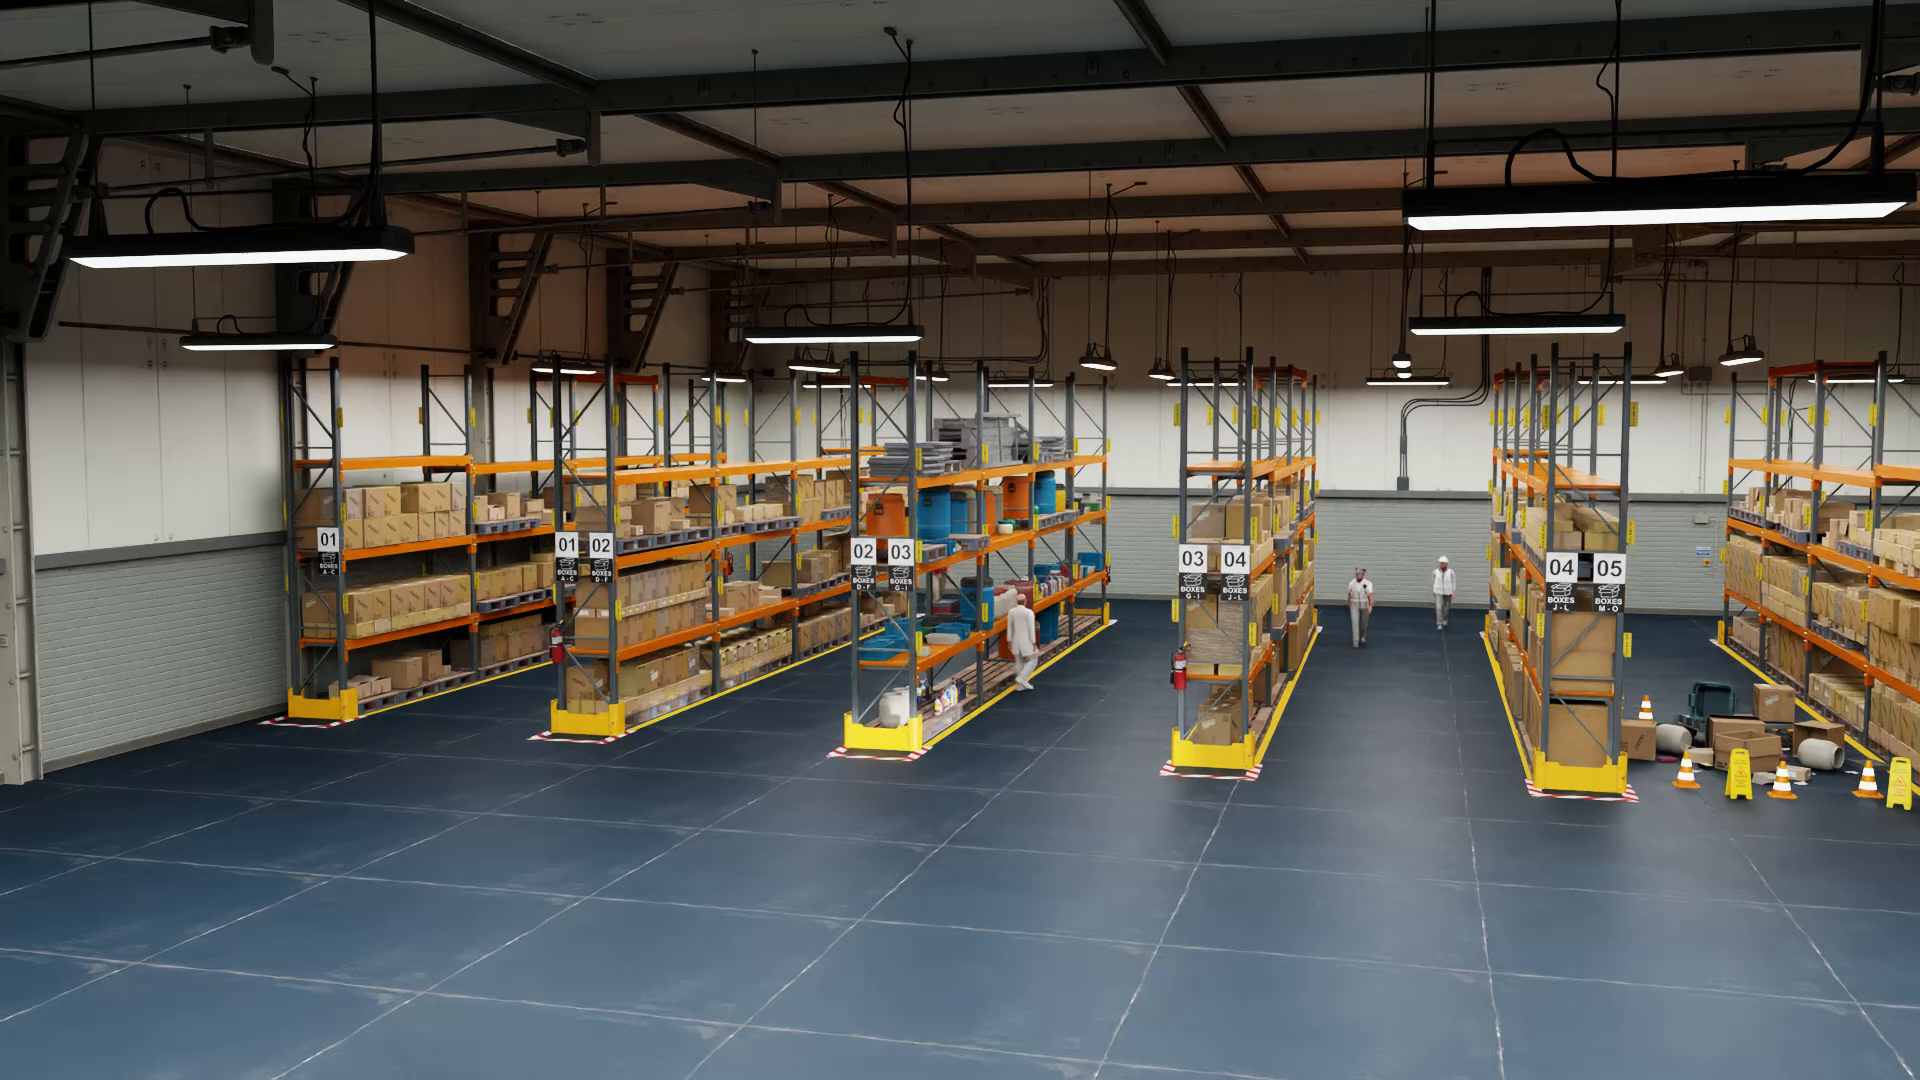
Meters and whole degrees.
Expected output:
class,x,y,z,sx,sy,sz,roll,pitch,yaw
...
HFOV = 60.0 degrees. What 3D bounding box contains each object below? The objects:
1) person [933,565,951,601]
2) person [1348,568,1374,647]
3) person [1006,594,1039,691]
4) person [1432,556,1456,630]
class,x,y,z,sx,sy,sz,roll,pitch,yaw
person,-0.521,0.993,43.127,0.564,1.724,0.936,-1,4,-17
person,8.790,1.449,36.481,0.542,1.707,1.078,1,4,12
person,1.117,1.878,30.511,0.627,1.776,0.575,2,5,30
person,11.435,1.246,39.287,0.550,1.719,1.068,1,4,13
